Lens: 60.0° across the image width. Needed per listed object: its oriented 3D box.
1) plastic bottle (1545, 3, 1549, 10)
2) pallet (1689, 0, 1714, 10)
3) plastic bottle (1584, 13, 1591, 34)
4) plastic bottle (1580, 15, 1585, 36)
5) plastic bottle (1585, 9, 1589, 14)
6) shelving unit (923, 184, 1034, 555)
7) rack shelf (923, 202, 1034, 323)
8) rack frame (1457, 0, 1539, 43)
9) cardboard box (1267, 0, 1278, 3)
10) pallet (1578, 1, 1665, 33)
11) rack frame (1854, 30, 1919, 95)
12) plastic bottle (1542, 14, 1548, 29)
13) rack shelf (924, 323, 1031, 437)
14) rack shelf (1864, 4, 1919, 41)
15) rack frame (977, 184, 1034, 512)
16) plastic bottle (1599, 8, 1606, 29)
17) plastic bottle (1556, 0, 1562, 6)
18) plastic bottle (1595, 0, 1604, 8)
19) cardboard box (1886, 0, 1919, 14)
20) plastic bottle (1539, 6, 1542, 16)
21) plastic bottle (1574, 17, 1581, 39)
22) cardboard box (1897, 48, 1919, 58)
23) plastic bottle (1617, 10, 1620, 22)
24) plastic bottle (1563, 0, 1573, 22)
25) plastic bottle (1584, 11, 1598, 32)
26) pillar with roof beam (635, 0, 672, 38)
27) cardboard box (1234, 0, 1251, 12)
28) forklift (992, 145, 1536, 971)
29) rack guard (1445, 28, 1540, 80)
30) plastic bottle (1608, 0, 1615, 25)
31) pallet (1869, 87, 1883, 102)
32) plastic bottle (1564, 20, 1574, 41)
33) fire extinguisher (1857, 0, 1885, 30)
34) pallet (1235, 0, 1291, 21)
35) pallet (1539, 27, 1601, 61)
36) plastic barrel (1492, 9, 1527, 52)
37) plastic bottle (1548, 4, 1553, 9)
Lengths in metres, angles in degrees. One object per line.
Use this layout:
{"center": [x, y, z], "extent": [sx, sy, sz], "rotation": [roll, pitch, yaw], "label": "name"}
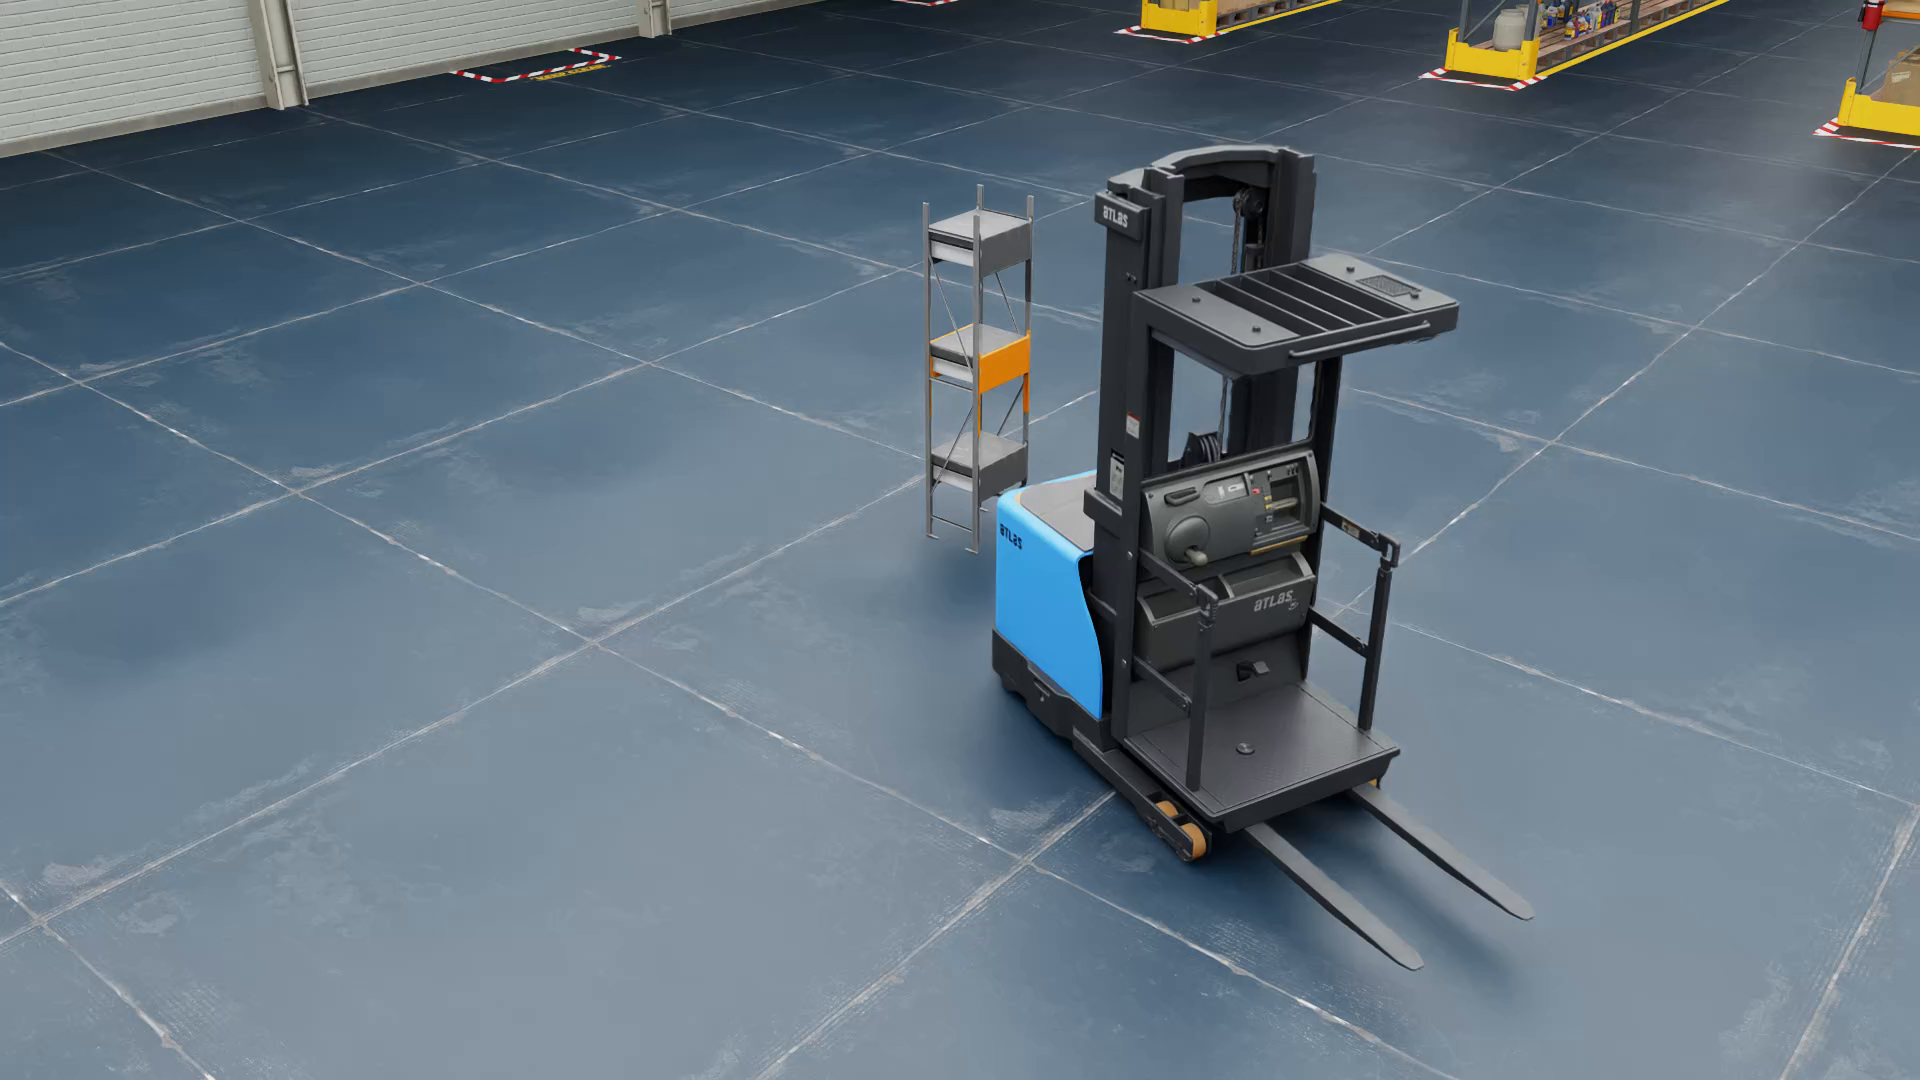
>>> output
{"center": [8.584, -7.732, 24.409], "extent": [0.061, 0.283, 0.133], "rotation": [23, 35, 37], "label": "plastic bottle"}
{"center": [11.696, -8.938, 27.297], "extent": [1.003, 0.211, 1.213], "rotation": [21, 34, 34], "label": "pallet"}
{"center": [8.934, -7.367, 23.717], "extent": [0.097, 0.271, 0.097], "rotation": [0, 27, 0], "label": "plastic bottle"}
{"center": [8.806, -7.295, 23.578], "extent": [0.097, 0.271, 0.097], "rotation": [0, 27, 0], "label": "plastic bottle"}
{"center": [9.064, -7.536, 24.030], "extent": [0.061, 0.283, 0.133], "rotation": [21, 34, 34], "label": "plastic bottle"}
{"center": [0.105, -0.991, 9.881], "extent": [0.431, 2.100, 0.503], "rotation": [21, 34, 34], "label": "shelving unit"}
{"center": [0.105, -1.601, 9.566], "extent": [0.431, 0.518, 0.480], "rotation": [21, 34, 34], "label": "rack shelf"}
{"center": [7.130, -7.603, 21.682], "extent": [1.000, 3.000, 0.127], "rotation": [21, 34, 34], "label": "rack frame"}
{"center": [4.778, -8.674, 26.288], "extent": [0.500, 0.250, 0.500], "rotation": [21, 34, 34], "label": "cardboard box"}
{"center": [10.144, -8.073, 25.625], "extent": [1.003, 0.211, 1.213], "rotation": [21, 34, 34], "label": "pallet"}
{"center": [10.952, -6.156, 18.884], "extent": [1.000, 3.000, 0.127], "rotation": [21, 34, 34], "label": "rack frame"}
{"center": [8.453, -7.506, 24.061], "extent": [0.097, 0.201, 0.097], "rotation": [0, 27, 0], "label": "plastic bottle"}
{"center": [0.105, -0.979, 9.887], "extent": [0.431, 0.518, 0.480], "rotation": [21, 34, 34], "label": "rack shelf"}
{"center": [12.224, -6.545, 20.420], "extent": [1.077, 0.370, 4.000], "rotation": [21, 34, 34], "label": "rack shelf"}
{"center": [0.261, -1.078, 10.048], "extent": [0.400, 2.100, 0.015], "rotation": [21, 34, 34], "label": "rack frame"}
{"center": [9.294, -7.560, 24.076], "extent": [0.061, 0.283, 0.133], "rotation": [23, 35, 38], "label": "plastic bottle"}
{"center": [8.841, -7.875, 24.613], "extent": [0.144, 0.351, 0.185], "rotation": [22, 34, 36], "label": "plastic bottle"}
{"center": [9.376, -7.770, 24.409], "extent": [0.144, 0.351, 0.185], "rotation": [21, 34, 34], "label": "plastic bottle"}
{"center": [10.974, -6.205, 19.254], "extent": [0.380, 0.149, 0.250], "rotation": [21, 34, 34], "label": "cardboard box"}
{"center": [8.332, -7.592, 24.064], "extent": [0.144, 0.351, 0.185], "rotation": [22, 35, 36], "label": "plastic bottle"}
{"center": [8.682, -7.219, 23.417], "extent": [0.061, 0.283, 0.133], "rotation": [21, 34, 35], "label": "plastic bottle"}
{"center": [11.716, -5.670, 20.210], "extent": [0.500, 0.500, 0.500], "rotation": [-18, 32, -31], "label": "cardboard box"}
{"center": [9.684, -7.754, 24.541], "extent": [0.097, 0.201, 0.097], "rotation": [0, 27, 0], "label": "plastic bottle"}
{"center": [8.952, -7.833, 24.531], "extent": [0.144, 0.351, 0.185], "rotation": [21, 34, 34], "label": "plastic bottle"}
{"center": [9.053, -7.455, 23.882], "extent": [0.152, 0.276, 0.135], "rotation": [21, 34, 35], "label": "plastic bottle"}
{"center": [-1.231, -10.279, 20.325], "extent": [9.100, 9.000, 0.400], "rotation": [21, 34, 34], "label": "pillar with roof beam"}
{"center": [4.138, -8.321, 25.605], "extent": [0.500, 0.250, 0.500], "rotation": [21, 34, 34], "label": "cardboard box"}
{"center": [1.327, -0.101, 7.256], "extent": [1.130, 2.935, 3.031], "rotation": [-14, 31, -26], "label": "forklift"}
{"center": [7.142, -6.534, 22.335], "extent": [1.175, 0.500, 0.348], "rotation": [21, 34, 34], "label": "rack guard"}
{"center": [9.487, -7.728, 24.327], "extent": [0.144, 0.351, 0.185], "rotation": [20, 33, 33], "label": "plastic bottle"}
{"center": [11.544, -5.222, 20.114], "extent": [1.003, 0.211, 1.213], "rotation": [21, 34, 34], "label": "pallet"}
{"center": [8.524, -7.138, 23.275], "extent": [0.097, 0.271, 0.097], "rotation": [0, 27, 0], "label": "plastic bottle"}
{"center": [10.524, -6.215, 19.084], "extent": [0.296, 0.674, 0.183], "rotation": [21, 34, 34], "label": "fire extinguisher"}
{"center": [4.541, -8.528, 26.504], "extent": [1.003, 0.211, 1.213], "rotation": [21, 34, 34], "label": "pallet"}
{"center": [8.439, -7.122, 23.788], "extent": [1.003, 0.211, 1.213], "rotation": [21, 34, 34], "label": "pallet"}
{"center": [7.490, -6.940, 22.652], "extent": [0.421, 0.512, 0.421], "rotation": [0, 27, 0], "label": "plastic barrel"}
{"center": [8.656, -7.710, 24.380], "extent": [0.097, 0.271, 0.097], "rotation": [0, 27, 0], "label": "plastic bottle"}
